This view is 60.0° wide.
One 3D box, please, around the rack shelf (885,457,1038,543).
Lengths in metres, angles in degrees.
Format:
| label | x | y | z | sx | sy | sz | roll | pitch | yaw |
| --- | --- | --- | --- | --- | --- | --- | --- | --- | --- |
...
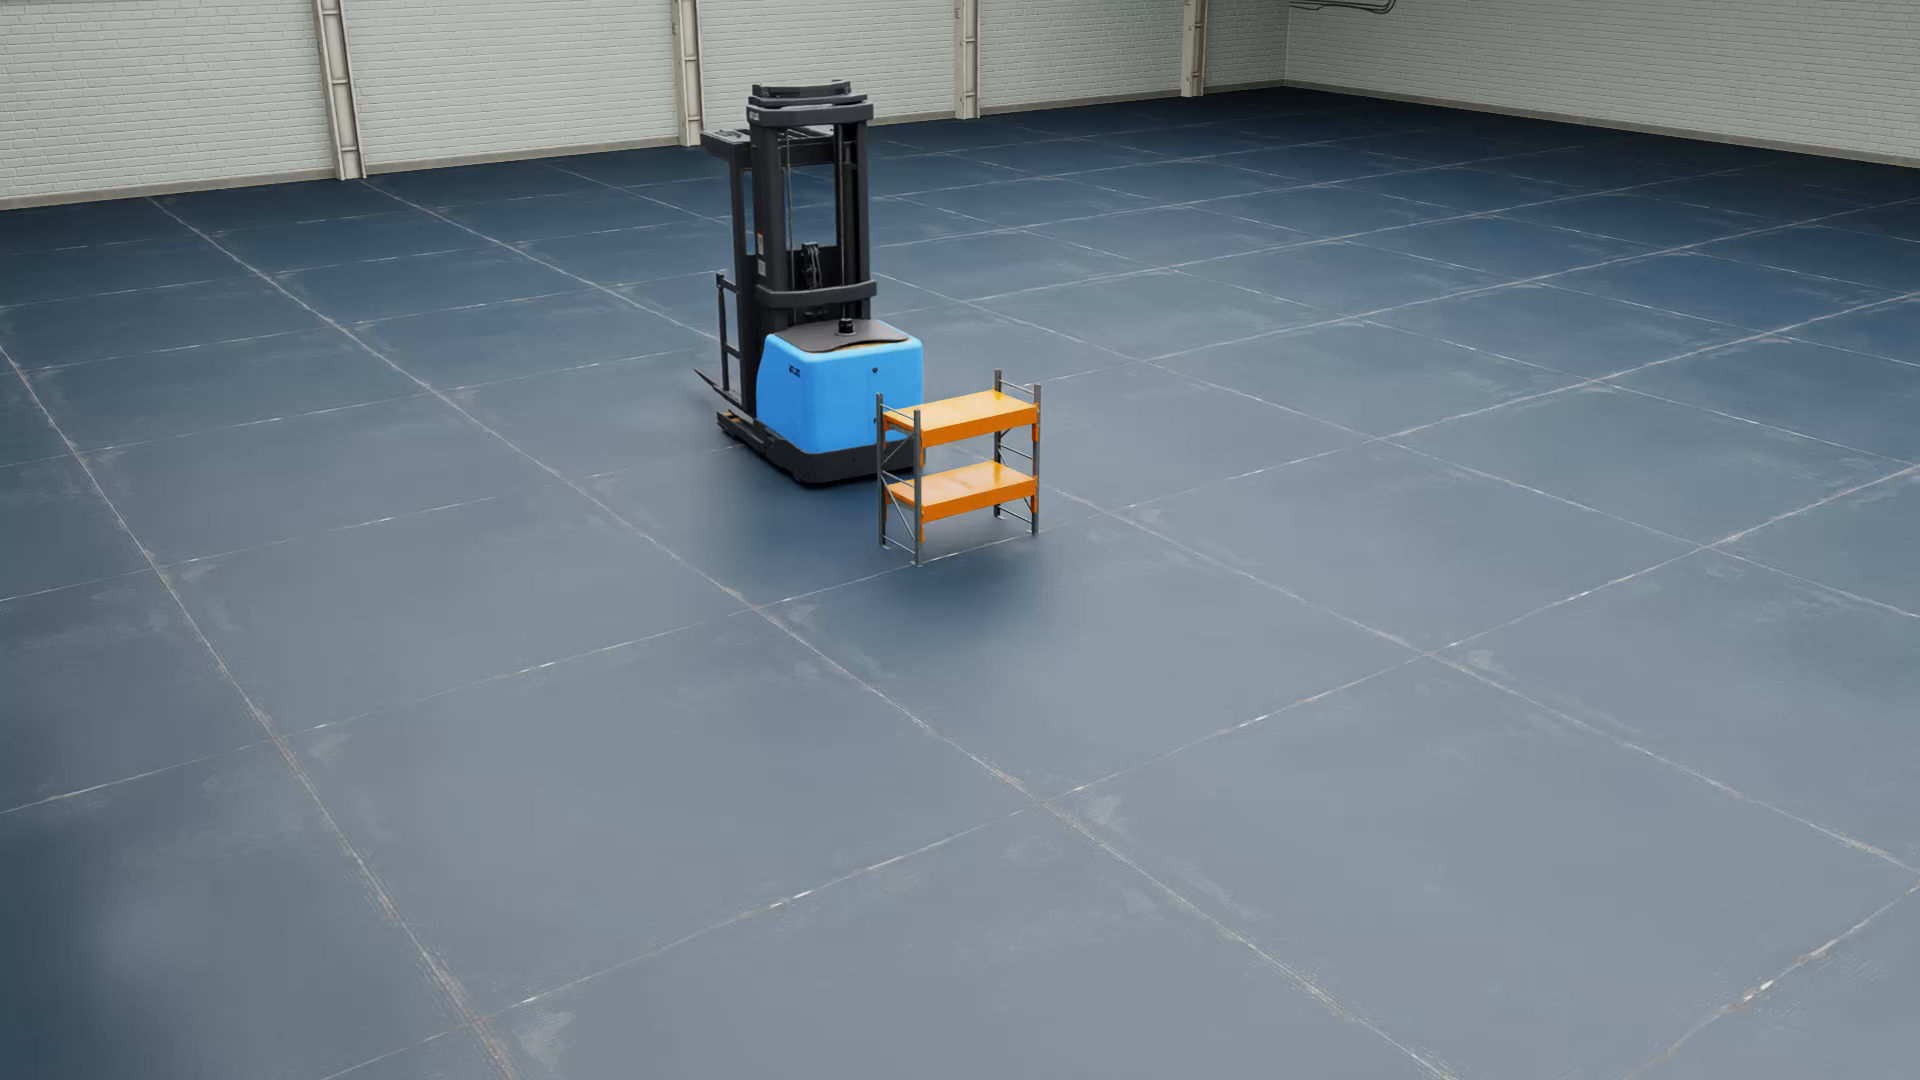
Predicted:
| label | x | y | z | sx | sy | sz | roll | pitch | yaw |
| --- | --- | --- | --- | --- | --- | --- | --- | --- | --- |
| rack shelf | -0.005 | -0.294 | 11.775 | 1.000 | 0.278 | 0.538 | -15 | 26 | -33 |

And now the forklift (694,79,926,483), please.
| label | x | y | z | sx | sy | sz | roll | pitch | yaw |
| --- | --- | --- | --- | --- | --- | --- | --- | --- | --- |
| forklift | -1.422 | -2.300 | 13.707 | 1.130 | 2.935 | 3.031 | -11 | 24 | -26 |

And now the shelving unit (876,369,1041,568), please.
| label | x | y | z | sx | sy | sz | roll | pitch | yaw |
| --- | --- | --- | --- | --- | --- | --- | --- | --- | --- |
| shelving unit | -0.005 | -0.521 | 11.684 | 1.048 | 1.125 | 0.538 | -15 | 26 | -33 |

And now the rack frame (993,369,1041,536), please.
| label | x | y | z | sx | sy | sz | roll | pitch | yaw |
| --- | --- | --- | --- | --- | --- | --- | --- | --- | --- |
| rack frame | 0.407 | -0.631 | 11.960 | 0.032 | 1.125 | 0.500 | -15 | 26 | -33 |

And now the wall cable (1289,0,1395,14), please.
| label | x | y | z | sx | sy | sz | roll | pitch | yaw |
| --- | --- | --- | --- | --- | --- | --- | --- | --- | --- |
| wall cable | 8.174 | -12.587 | 35.488 | 0.112 | 2.526 | 3.097 | -15 | 26 | -33 |

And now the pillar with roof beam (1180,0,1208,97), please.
| label | x | y | z | sx | sy | sz | roll | pitch | yaw |
| --- | --- | --- | --- | --- | --- | --- | --- | --- | --- |
| pillar with roof beam | 7.525 | -12.494 | 31.066 | 0.400 | 9.000 | 9.100 | -15 | 26 | -33 |

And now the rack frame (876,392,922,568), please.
| label | x | y | z | sx | sy | sz | roll | pitch | yaw |
| --- | --- | --- | --- | --- | --- | --- | --- | --- | --- |
| rack frame | -0.418 | -0.411 | 11.408 | 0.032 | 1.125 | 0.500 | -15 | 26 | -33 |

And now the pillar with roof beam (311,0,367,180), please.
| label | x | y | z | sx | sy | sz | roll | pitch | yaw |
| --- | --- | --- | --- | --- | --- | --- | --- | --- | --- |
| pillar with roof beam | -7.087 | -8.598 | 21.302 | 0.400 | 9.000 | 9.100 | -15 | 26 | -33 |

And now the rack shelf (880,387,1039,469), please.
| label | x | y | z | sx | sy | sz | roll | pitch | yaw |
| --- | --- | --- | --- | --- | --- | --- | --- | --- | --- |
| rack shelf | -0.005 | -0.793 | 11.576 | 1.000 | 0.278 | 0.538 | -15 | 26 | -33 |

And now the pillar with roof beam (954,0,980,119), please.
| label | x | y | z | sx | sy | sz | roll | pitch | yaw |
| --- | --- | --- | --- | --- | --- | --- | --- | --- | --- |
| pillar with roof beam | 2.654 | -11.196 | 27.811 | 0.400 | 9.000 | 9.100 | -15 | 26 | -33 |

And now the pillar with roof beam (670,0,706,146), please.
| label | x | y | z | sx | sy | sz | roll | pitch | yaw |
| --- | --- | --- | --- | --- | --- | --- | --- | --- | --- |
| pillar with roof beam | -2.216 | -9.897 | 24.557 | 0.400 | 9.000 | 9.100 | -15 | 26 | -33 |
